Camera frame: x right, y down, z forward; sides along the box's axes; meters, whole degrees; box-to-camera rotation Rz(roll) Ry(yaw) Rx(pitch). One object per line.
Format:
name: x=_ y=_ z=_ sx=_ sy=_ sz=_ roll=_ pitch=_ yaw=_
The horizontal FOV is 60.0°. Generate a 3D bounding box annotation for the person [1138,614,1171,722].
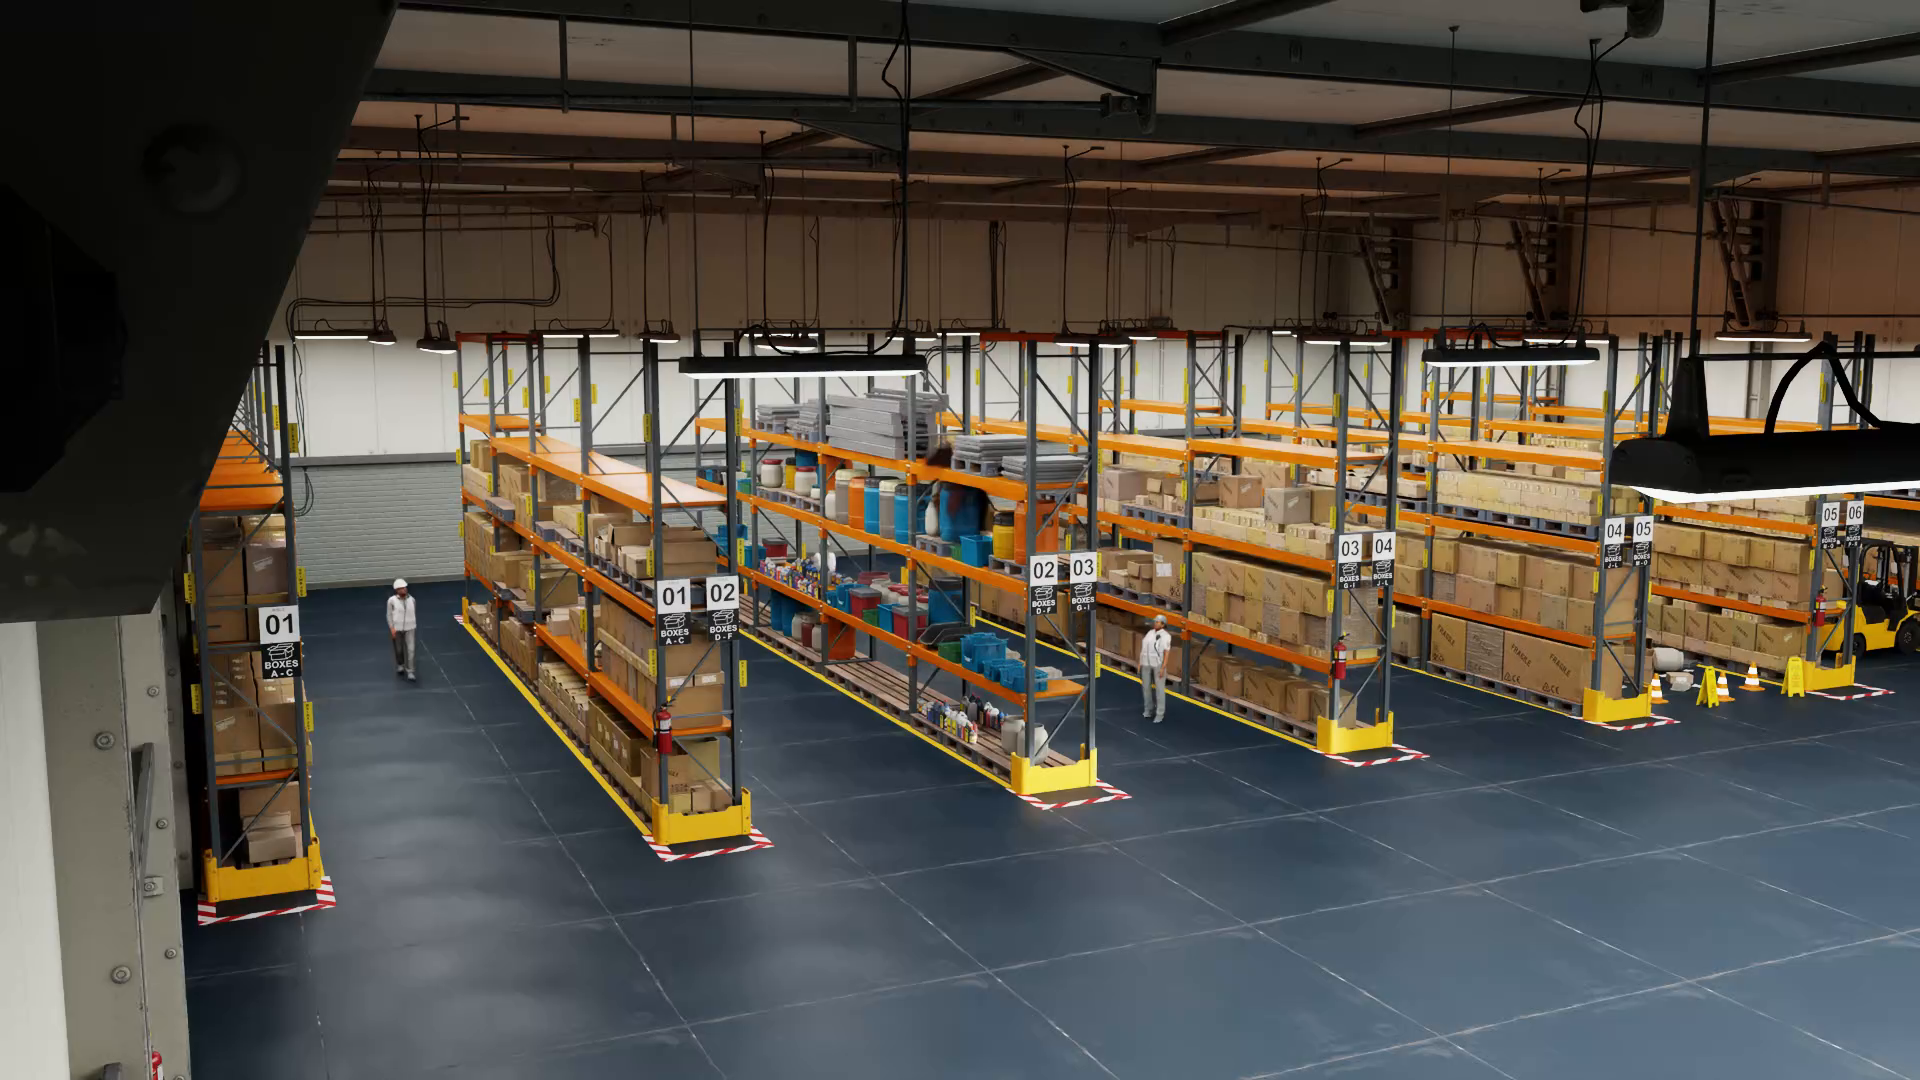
person: x=3.055 y=2.005 z=26.180 sx=0.506 sy=1.664 sz=0.467 roll=4 pitch=9 yaw=25

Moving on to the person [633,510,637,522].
person: x=-7.814 y=0.106 z=39.935 sx=0.463 sy=1.695 sz=0.430 roll=-1 pitch=8 yaw=-9

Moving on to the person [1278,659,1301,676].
person: x=5.633 y=1.657 z=28.326 sx=0.580 sy=1.763 sz=0.576 roll=3 pitch=8 yaw=24

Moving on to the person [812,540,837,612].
person: x=-2.738 y=0.853 z=34.250 sx=0.659 sy=1.736 sz=1.069 roll=-5 pitch=9 yaw=-33

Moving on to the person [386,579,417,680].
person: x=-9.774 y=1.551 z=29.137 sx=0.511 sy=1.737 sz=0.977 roll=-3 pitch=8 yaw=-19
